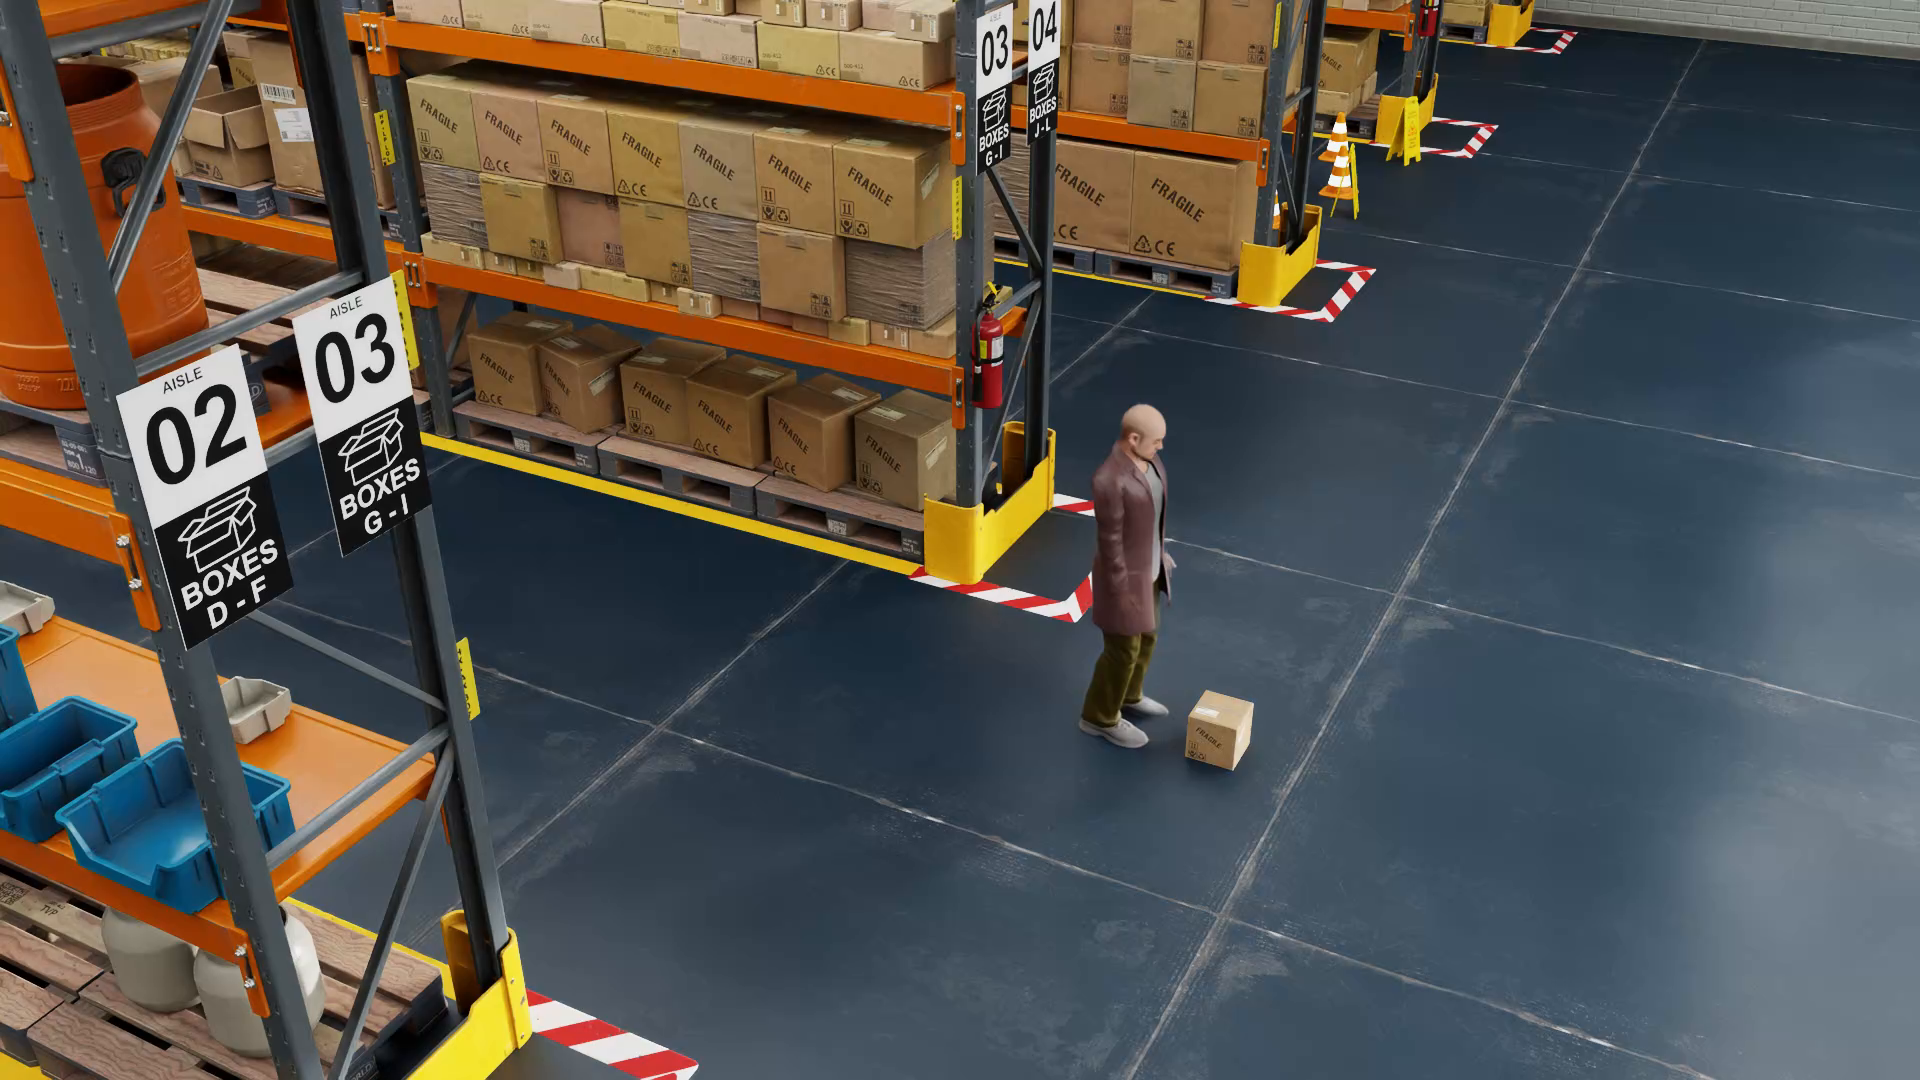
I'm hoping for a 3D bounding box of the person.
[{"bbox_3d":[0.843,0.157,8.054,0.377,1.772,0.564,15,33,24],"label":"person"}]
